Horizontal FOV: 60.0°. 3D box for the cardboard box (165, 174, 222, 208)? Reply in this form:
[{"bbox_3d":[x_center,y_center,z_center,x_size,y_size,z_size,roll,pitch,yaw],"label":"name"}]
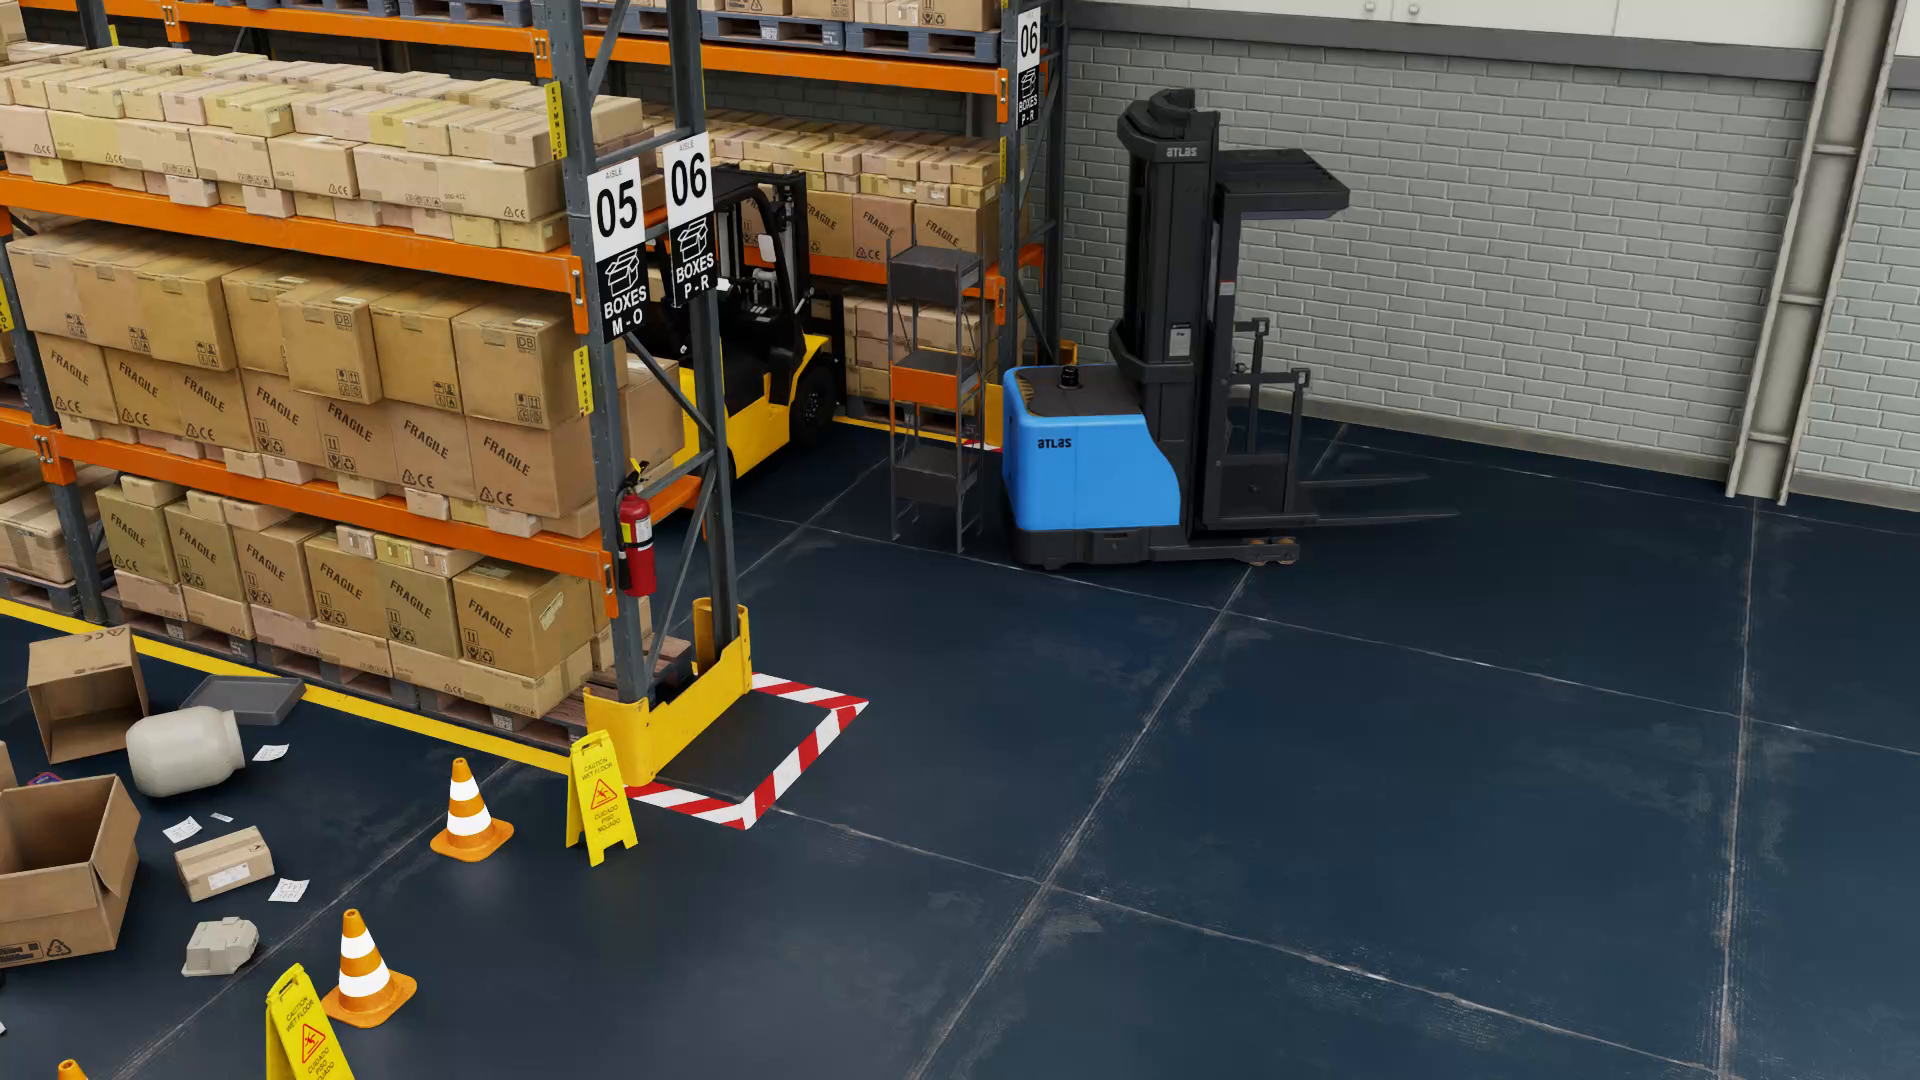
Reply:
[{"bbox_3d":[-3.828,-1.835,8.539,0.250,0.149,0.380,11,28,21],"label":"cardboard box"}]

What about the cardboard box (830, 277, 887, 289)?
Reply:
[{"bbox_3d":[-0.721,-2.046,13.586,0.500,0.250,0.500,11,28,21],"label":"cardboard box"}]

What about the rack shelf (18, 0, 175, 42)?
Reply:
[{"bbox_3d":[-8.558,-5.145,15.792,4.000,0.370,1.077,11,28,22],"label":"rack shelf"}]

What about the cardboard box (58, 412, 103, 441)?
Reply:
[{"bbox_3d":[-4.993,-0.729,9.689,0.250,0.149,0.380,11,28,22],"label":"cardboard box"}]

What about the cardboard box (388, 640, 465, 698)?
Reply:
[{"bbox_3d":[-2.822,0.611,9.321,0.500,0.250,0.500,11,28,22],"label":"cardboard box"}]

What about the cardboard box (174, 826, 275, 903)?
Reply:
[{"bbox_3d":[-3.535,1.555,7.993,0.380,0.149,0.250,-18,31,-31],"label":"cardboard box"}]

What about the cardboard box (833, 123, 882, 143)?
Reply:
[{"bbox_3d":[-0.810,-3.191,13.221,0.250,0.149,0.380,11,28,21],"label":"cardboard box"}]

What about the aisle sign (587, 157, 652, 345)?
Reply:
[{"bbox_3d":[-1.570,-1.335,7.693,0.004,0.787,0.394,11,28,22],"label":"aisle sign"}]

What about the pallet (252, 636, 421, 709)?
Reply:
[{"bbox_3d":[-3.407,0.554,9.956,1.213,0.211,1.003,11,28,22],"label":"pallet"}]

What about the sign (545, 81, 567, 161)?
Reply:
[{"bbox_3d":[-1.754,-1.820,7.223,0.005,0.325,0.100,11,28,22],"label":"sign"}]

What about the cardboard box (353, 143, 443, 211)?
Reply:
[{"bbox_3d":[-2.535,-1.792,8.000,0.500,0.250,0.500,11,28,21],"label":"cardboard box"}]

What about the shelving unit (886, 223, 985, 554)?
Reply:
[{"bbox_3d":[-0.151,-0.972,10.917,0.503,2.100,0.431,11,28,22],"label":"shelving unit"}]

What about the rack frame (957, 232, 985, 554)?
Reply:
[{"bbox_3d":[0.071,-0.928,10.827,0.015,2.100,0.400,11,28,22],"label":"rack frame"}]

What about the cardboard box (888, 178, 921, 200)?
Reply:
[{"bbox_3d":[-0.342,-2.687,12.533,0.250,0.149,0.380,12,29,23],"label":"cardboard box"}]

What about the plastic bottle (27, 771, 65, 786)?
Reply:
[{"bbox_3d":[-4.749,1.280,8.650,0.283,0.061,0.133,17,31,31],"label":"plastic bottle"}]

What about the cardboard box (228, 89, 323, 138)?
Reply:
[{"bbox_3d":[-3.346,-2.098,8.170,0.250,0.149,0.380,12,29,23],"label":"cardboard box"}]

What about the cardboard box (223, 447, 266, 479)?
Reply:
[{"bbox_3d":[-3.833,-0.491,9.206,0.250,0.149,0.380,12,28,22],"label":"cardboard box"}]

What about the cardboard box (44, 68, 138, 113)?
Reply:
[{"bbox_3d":[-4.510,-2.342,8.667,0.250,0.149,0.380,10,28,20],"label":"cardboard box"}]

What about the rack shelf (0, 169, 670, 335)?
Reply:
[{"bbox_3d":[-3.327,-1.685,8.766,4.000,0.370,1.077,11,28,22],"label":"rack shelf"}]

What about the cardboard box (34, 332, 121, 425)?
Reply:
[{"bbox_3d":[-4.862,-1.014,9.533,0.500,0.500,0.500,11,28,22],"label":"cardboard box"}]

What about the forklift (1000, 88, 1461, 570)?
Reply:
[{"bbox_3d":[1.828,-1.376,10.797,3.031,2.935,1.130,-2,26,-5],"label":"forklift"}]

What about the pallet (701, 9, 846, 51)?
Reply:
[{"bbox_3d":[-1.202,-3.962,12.674,1.213,0.211,1.003,11,28,22],"label":"pallet"}]

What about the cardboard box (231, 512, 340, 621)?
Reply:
[{"bbox_3d":[-3.758,0.086,9.538,0.500,0.500,0.500,13,29,24],"label":"cardboard box"}]

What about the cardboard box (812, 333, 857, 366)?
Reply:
[{"bbox_3d":[-0.958,-1.618,13.281,0.500,0.250,0.500,11,28,21],"label":"cardboard box"}]

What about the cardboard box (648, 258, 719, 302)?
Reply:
[{"bbox_3d":[-2.324,-2.116,13.727,0.500,0.250,0.500,11,28,22],"label":"cardboard box"}]

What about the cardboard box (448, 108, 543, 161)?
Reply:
[{"bbox_3d":[-2.155,-1.893,7.755,0.250,0.149,0.380,12,29,23],"label":"cardboard box"}]

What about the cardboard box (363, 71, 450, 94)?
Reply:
[{"bbox_3d":[-2.850,-2.308,8.598,0.250,0.149,0.380,12,29,23],"label":"cardboard box"}]

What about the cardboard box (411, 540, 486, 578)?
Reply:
[{"bbox_3d":[-2.705,0.039,8.898,0.250,0.149,0.380,12,29,23],"label":"cardboard box"}]

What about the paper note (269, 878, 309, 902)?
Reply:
[{"bbox_3d":[-3.191,1.663,7.908,0.142,0.019,0.148,2,26,4],"label":"paper note"}]

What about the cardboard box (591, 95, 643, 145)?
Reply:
[{"bbox_3d":[-1.745,-2.035,8.042,0.250,0.149,0.380,11,28,21],"label":"cardboard box"}]

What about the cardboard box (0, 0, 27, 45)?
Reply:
[{"bbox_3d":[-5.971,-3.074,9.901,0.500,0.250,0.500,11,28,21],"label":"cardboard box"}]

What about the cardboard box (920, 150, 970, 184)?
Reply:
[{"bbox_3d":[-0.105,-2.776,12.378,0.250,0.149,0.380,11,28,22],"label":"cardboard box"}]

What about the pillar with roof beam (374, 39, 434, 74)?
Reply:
[{"bbox_3d":[-6.959,-4.841,10.964,0.400,9.000,9.100,11,28,22],"label":"pillar with roof beam"}]

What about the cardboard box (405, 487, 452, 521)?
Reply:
[{"bbox_3d":[-2.683,-0.259,8.733,0.250,0.149,0.380,12,29,23],"label":"cardboard box"}]

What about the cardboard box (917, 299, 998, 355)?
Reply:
[{"bbox_3d":[-0.003,-1.656,12.792,0.500,0.250,0.500,12,29,24],"label":"cardboard box"}]

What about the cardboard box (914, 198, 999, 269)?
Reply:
[{"bbox_3d":[-0.011,-2.323,12.528,0.500,0.500,0.500,11,28,21],"label":"cardboard box"}]

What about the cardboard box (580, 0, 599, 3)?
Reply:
[{"bbox_3d":[-2.813,-4.287,12.931,0.250,0.149,0.380,12,29,23],"label":"cardboard box"}]

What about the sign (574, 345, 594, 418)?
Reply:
[{"bbox_3d":[-1.754,-0.739,7.755,0.005,0.325,0.100,11,28,22],"label":"sign"}]

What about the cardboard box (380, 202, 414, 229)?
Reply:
[{"bbox_3d":[-2.617,-1.650,8.164,0.250,0.149,0.380,12,28,22],"label":"cardboard box"}]

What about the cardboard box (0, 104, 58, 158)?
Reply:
[{"bbox_3d":[-4.860,-2.250,8.930,0.500,0.250,0.500,11,28,21],"label":"cardboard box"}]

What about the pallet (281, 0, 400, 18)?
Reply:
[{"bbox_3d":[-5.063,-4.726,14.340,1.213,0.211,1.003,13,29,24],"label":"pallet"}]

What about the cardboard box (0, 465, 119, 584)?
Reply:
[{"bbox_3d":[-5.626,-0.133,10.693,0.625,0.372,0.950,12,29,22],"label":"cardboard box"}]

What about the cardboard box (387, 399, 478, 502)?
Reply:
[{"bbox_3d":[-2.568,-0.557,8.605,0.500,0.500,0.500,11,28,22],"label":"cardboard box"}]

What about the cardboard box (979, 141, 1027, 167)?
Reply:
[{"bbox_3d":[0.328,-2.910,12.650,0.250,0.149,0.380,11,28,21],"label":"cardboard box"}]

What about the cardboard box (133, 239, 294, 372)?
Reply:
[{"bbox_3d":[-3.935,-1.283,8.947,0.500,0.500,0.700,11,28,21],"label":"cardboard box"}]

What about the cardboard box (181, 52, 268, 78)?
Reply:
[{"bbox_3d":[-4.010,-2.554,9.097,0.250,0.149,0.380,12,29,23],"label":"cardboard box"}]

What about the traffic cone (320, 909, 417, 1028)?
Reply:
[{"bbox_3d":[-2.581,1.790,7.160,0.334,0.463,0.336,11,28,22],"label":"traffic cone"}]

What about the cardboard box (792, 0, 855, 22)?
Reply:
[{"bbox_3d":[-0.850,-4.128,12.210,0.500,0.500,0.700,12,28,22],"label":"cardboard box"}]

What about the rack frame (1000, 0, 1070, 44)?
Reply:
[{"bbox_3d":[0.545,-4.985,11.257,0.127,3.000,1.000,11,28,22],"label":"rack frame"}]

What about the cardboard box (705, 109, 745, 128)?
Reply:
[{"bbox_3d":[-1.969,-3.431,13.708,0.250,0.149,0.380,11,28,21],"label":"cardboard box"}]

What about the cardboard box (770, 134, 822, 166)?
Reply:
[{"bbox_3d":[-1.267,-3.022,12.877,0.250,0.149,0.380,12,29,23],"label":"cardboard box"}]

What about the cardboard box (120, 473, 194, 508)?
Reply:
[{"bbox_3d":[-4.633,-0.347,9.683,0.250,0.149,0.380,12,29,23],"label":"cardboard box"}]

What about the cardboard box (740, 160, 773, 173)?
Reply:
[{"bbox_3d":[-1.515,-2.906,12.978,0.250,0.149,0.380,11,28,21],"label":"cardboard box"}]

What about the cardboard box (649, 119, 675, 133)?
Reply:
[{"bbox_3d":[-2.417,-3.262,13.365,0.250,0.149,0.380,11,28,21],"label":"cardboard box"}]

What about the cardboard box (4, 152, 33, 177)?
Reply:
[{"bbox_3d":[-4.963,-2.104,9.086,0.250,0.149,0.380,11,28,21],"label":"cardboard box"}]
